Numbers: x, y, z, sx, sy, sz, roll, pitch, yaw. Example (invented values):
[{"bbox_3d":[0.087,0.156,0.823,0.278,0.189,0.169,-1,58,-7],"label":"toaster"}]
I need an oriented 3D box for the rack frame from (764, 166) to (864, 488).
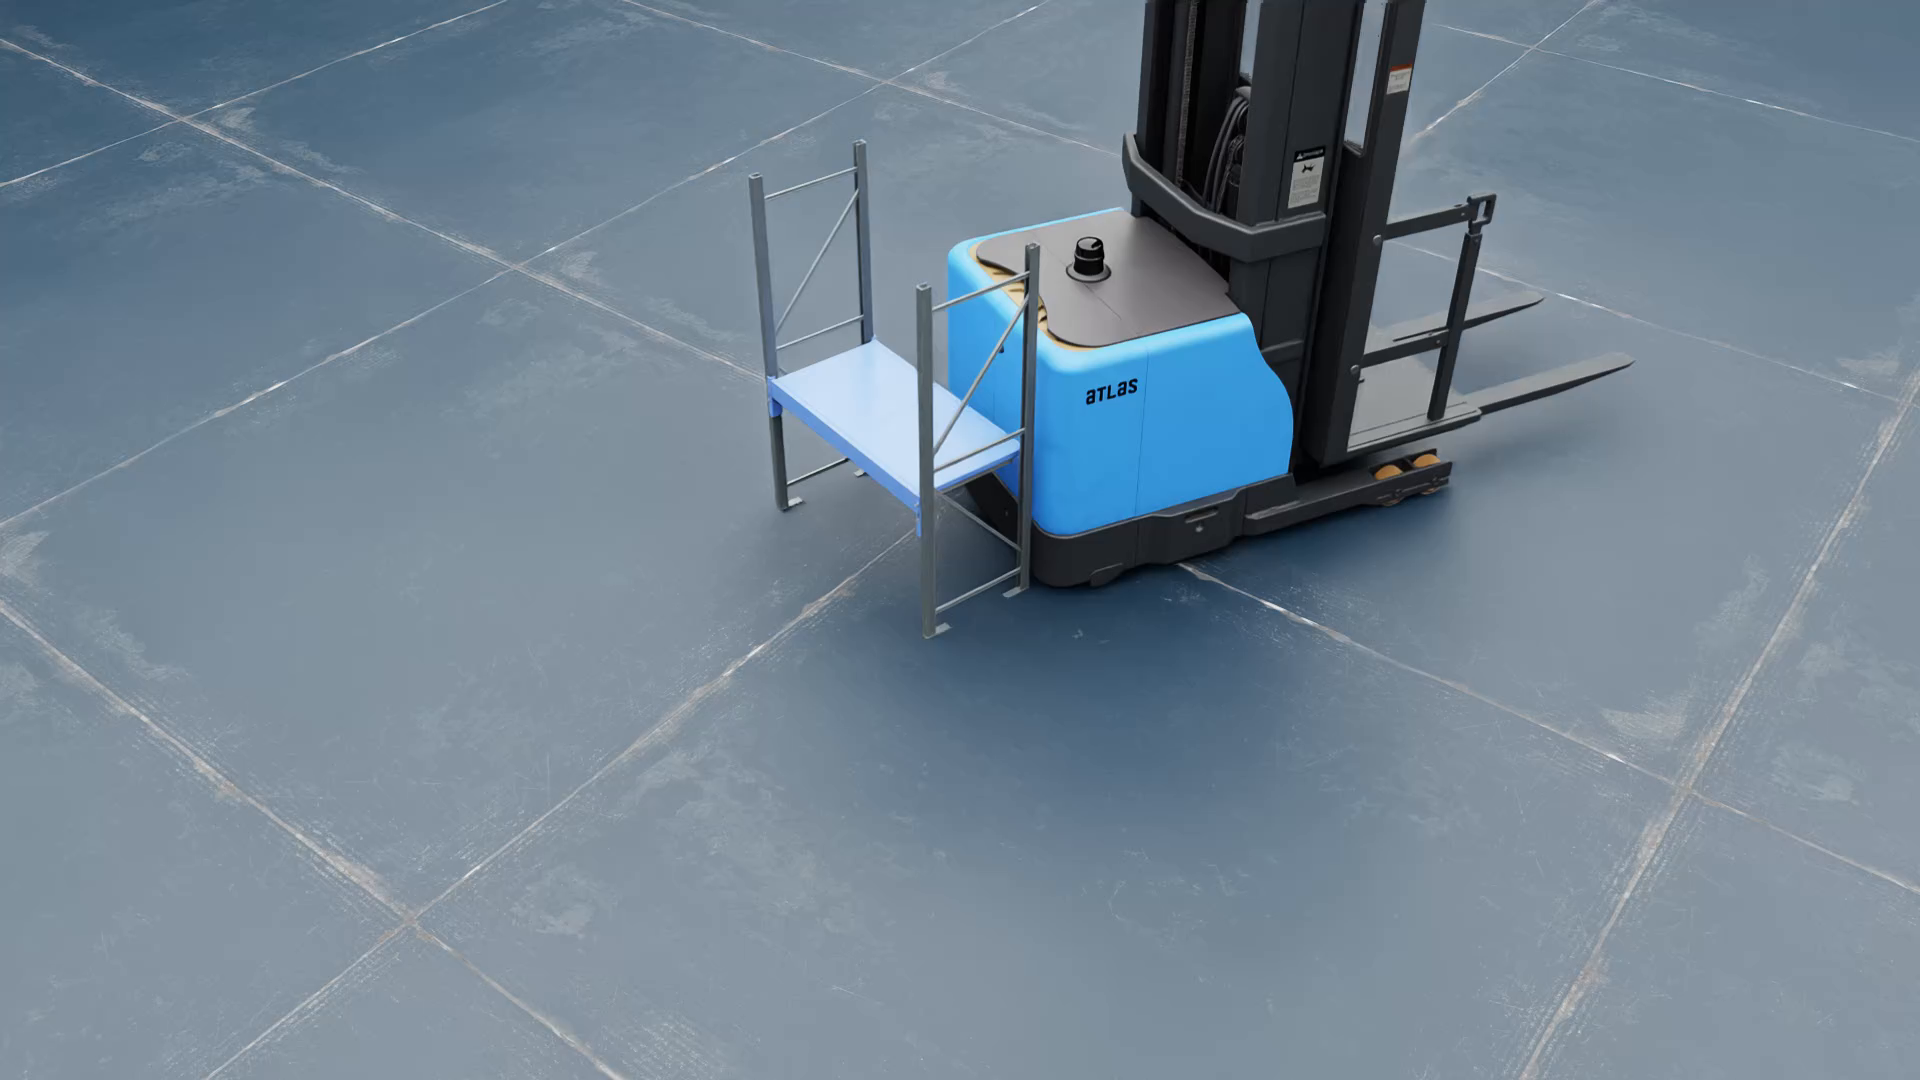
[{"bbox_3d":[-0.558,-0.810,6.567,0.475,1.308,0.013,-25,45,-29],"label":"rack frame"}]

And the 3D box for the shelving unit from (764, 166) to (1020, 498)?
[{"bbox_3d":[-0.260,-0.571,6.263,0.475,1.308,0.991,-25,45,-29],"label":"shelving unit"}]

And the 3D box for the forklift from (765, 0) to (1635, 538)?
[{"bbox_3d":[8.634,-0.782,4.831,16.073,3.598,10.290,-16,41,-19],"label":"forklift"}]

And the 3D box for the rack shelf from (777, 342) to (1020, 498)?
[{"bbox_3d":[-0.247,-0.459,6.332,0.459,0.062,0.952,-25,45,-29],"label":"rack shelf"}]
